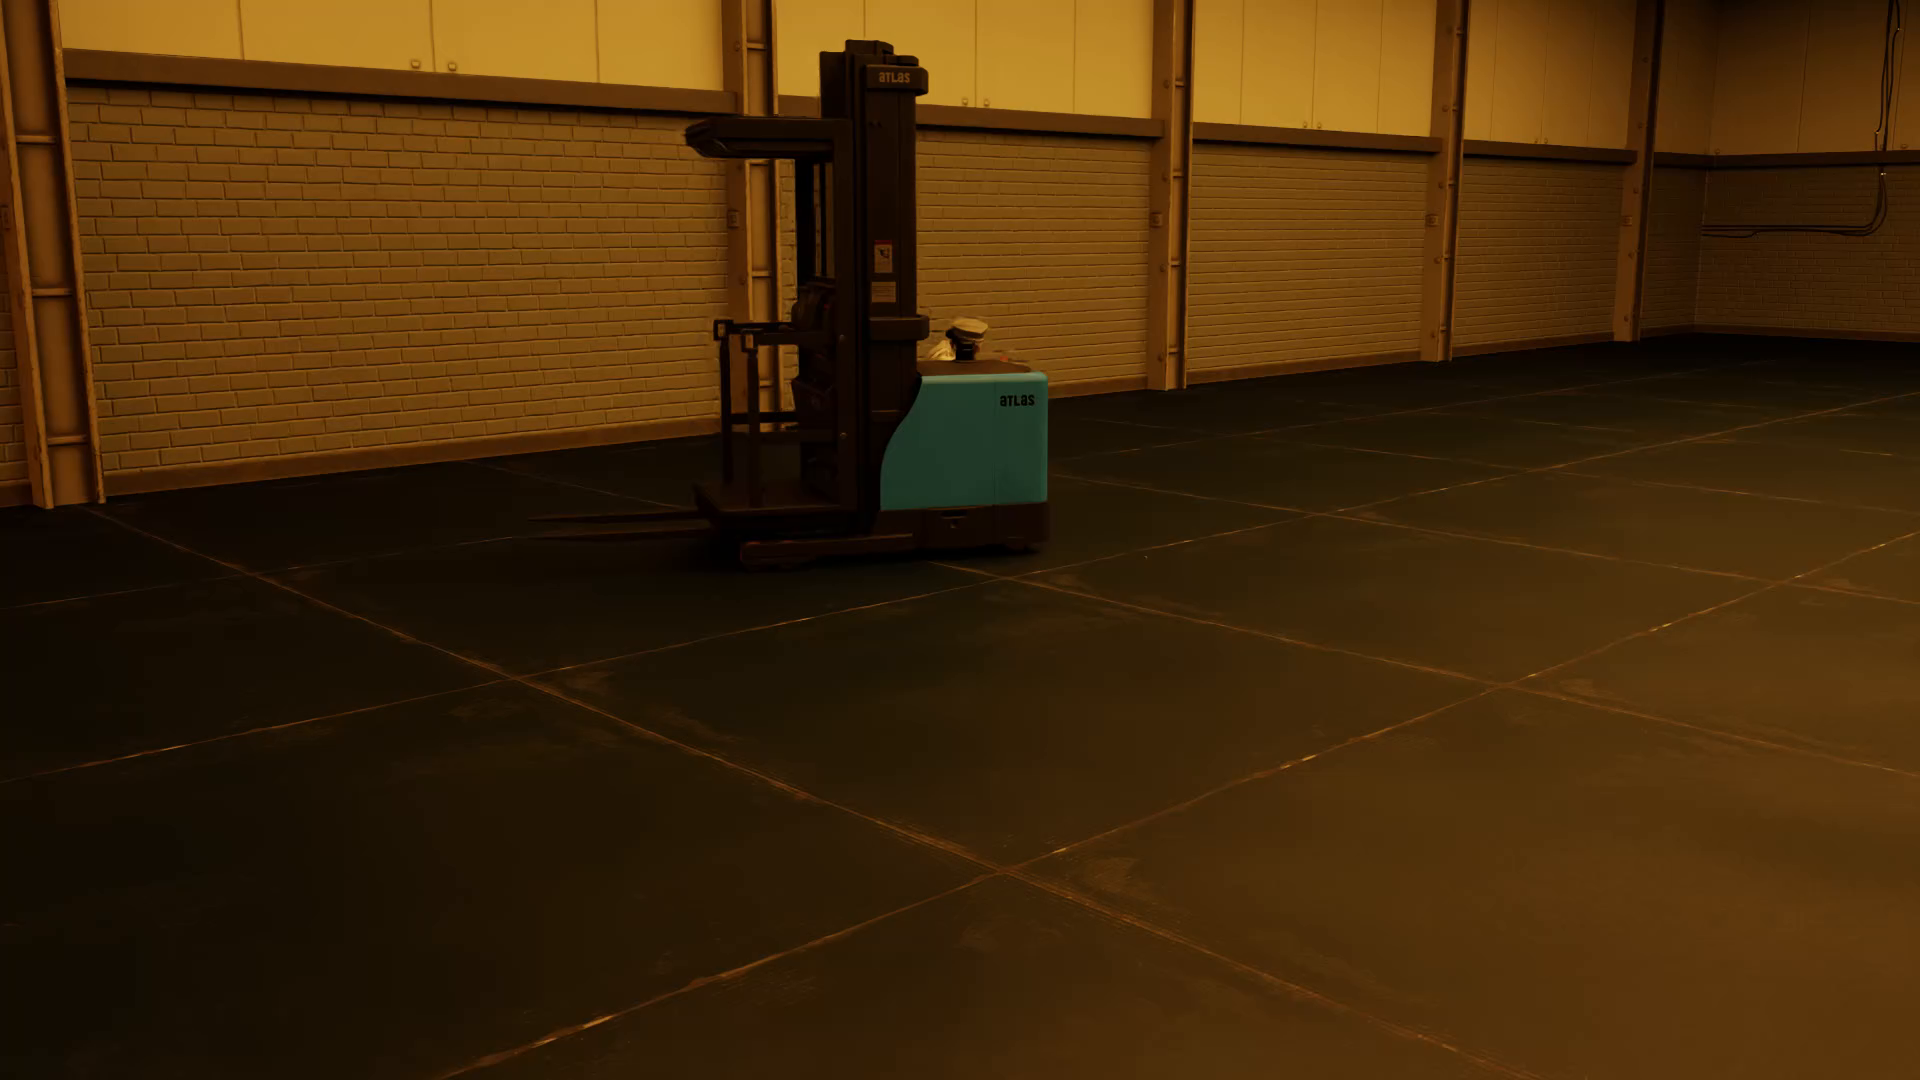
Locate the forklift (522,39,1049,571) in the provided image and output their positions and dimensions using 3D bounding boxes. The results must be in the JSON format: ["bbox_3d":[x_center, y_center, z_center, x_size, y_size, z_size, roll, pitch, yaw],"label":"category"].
[{"bbox_3d":[-1.041,-1.373,9.714,3.031,2.935,1.130,-3,11,-17],"label":"forklift"}]

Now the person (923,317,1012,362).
[{"bbox_3d":[0.047,-0.817,11.164,0.803,1.366,1.224,3,11,15],"label":"person"}]
